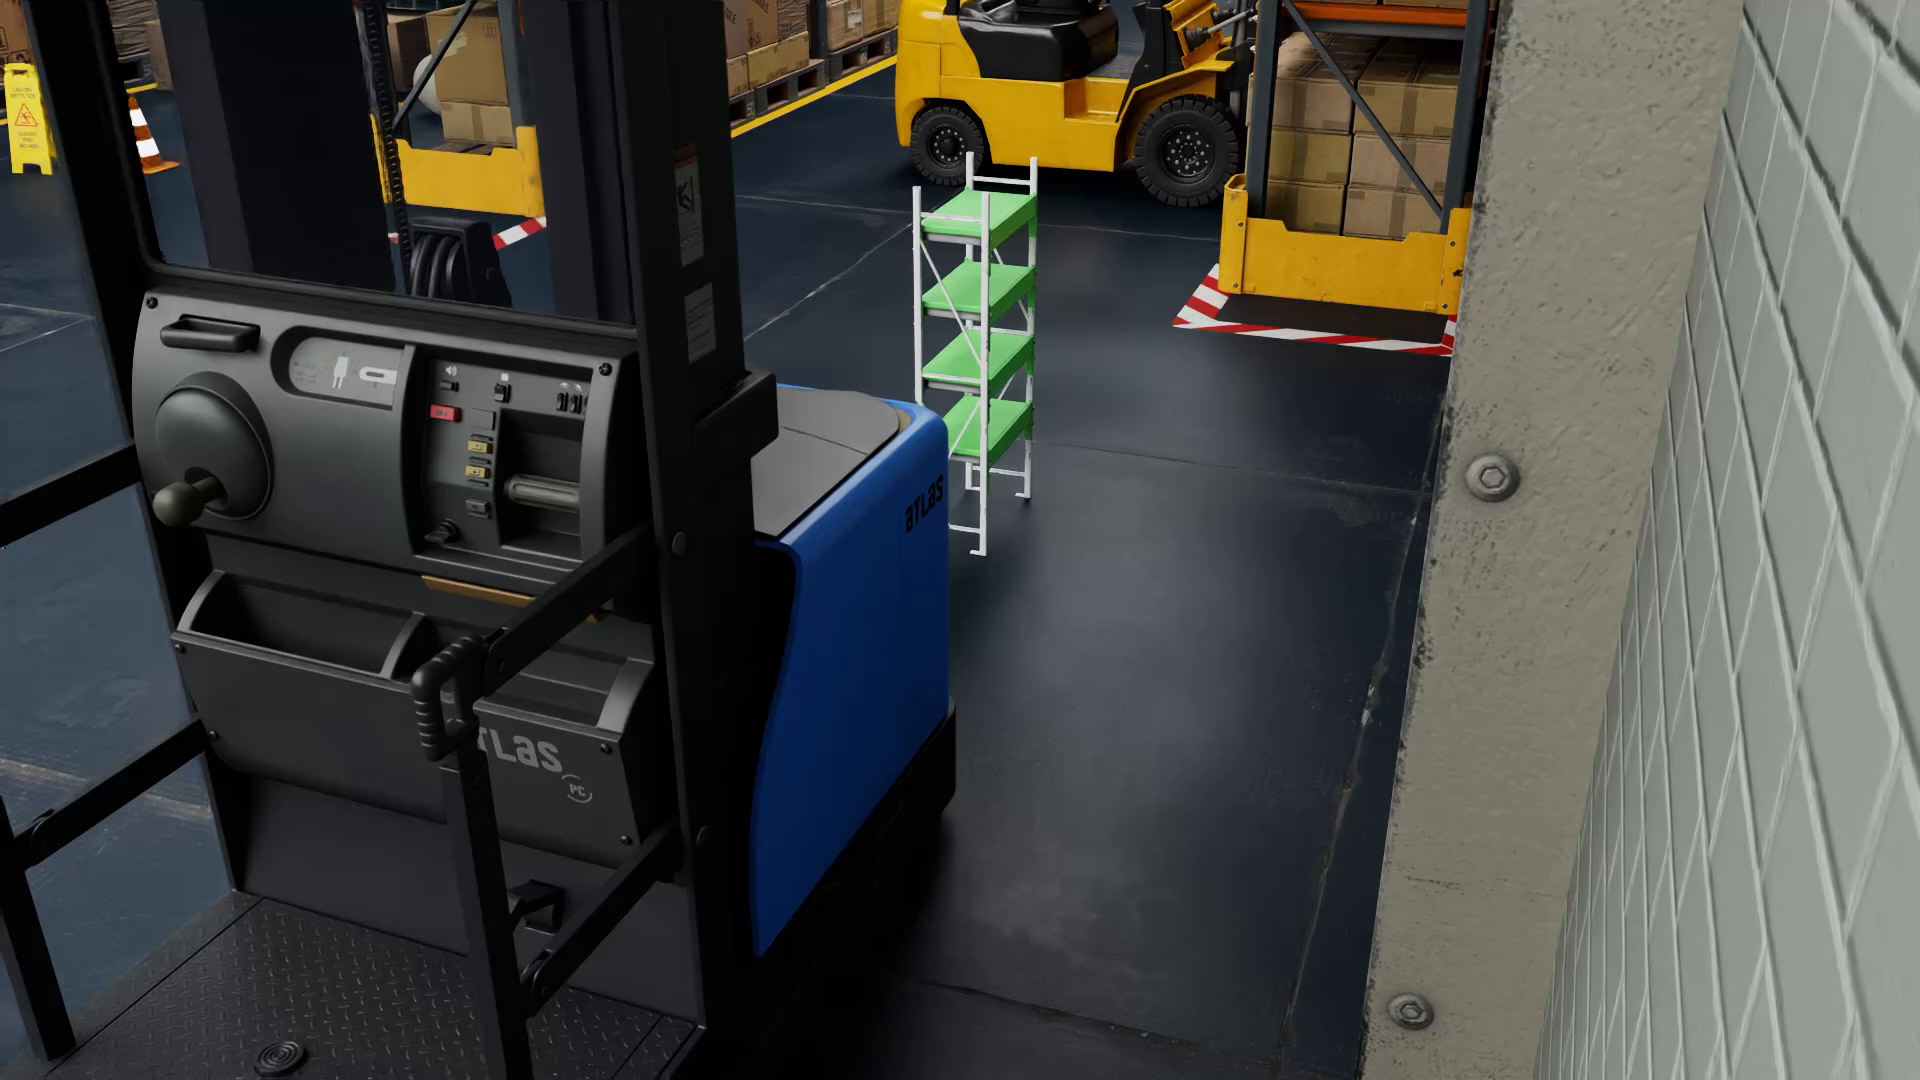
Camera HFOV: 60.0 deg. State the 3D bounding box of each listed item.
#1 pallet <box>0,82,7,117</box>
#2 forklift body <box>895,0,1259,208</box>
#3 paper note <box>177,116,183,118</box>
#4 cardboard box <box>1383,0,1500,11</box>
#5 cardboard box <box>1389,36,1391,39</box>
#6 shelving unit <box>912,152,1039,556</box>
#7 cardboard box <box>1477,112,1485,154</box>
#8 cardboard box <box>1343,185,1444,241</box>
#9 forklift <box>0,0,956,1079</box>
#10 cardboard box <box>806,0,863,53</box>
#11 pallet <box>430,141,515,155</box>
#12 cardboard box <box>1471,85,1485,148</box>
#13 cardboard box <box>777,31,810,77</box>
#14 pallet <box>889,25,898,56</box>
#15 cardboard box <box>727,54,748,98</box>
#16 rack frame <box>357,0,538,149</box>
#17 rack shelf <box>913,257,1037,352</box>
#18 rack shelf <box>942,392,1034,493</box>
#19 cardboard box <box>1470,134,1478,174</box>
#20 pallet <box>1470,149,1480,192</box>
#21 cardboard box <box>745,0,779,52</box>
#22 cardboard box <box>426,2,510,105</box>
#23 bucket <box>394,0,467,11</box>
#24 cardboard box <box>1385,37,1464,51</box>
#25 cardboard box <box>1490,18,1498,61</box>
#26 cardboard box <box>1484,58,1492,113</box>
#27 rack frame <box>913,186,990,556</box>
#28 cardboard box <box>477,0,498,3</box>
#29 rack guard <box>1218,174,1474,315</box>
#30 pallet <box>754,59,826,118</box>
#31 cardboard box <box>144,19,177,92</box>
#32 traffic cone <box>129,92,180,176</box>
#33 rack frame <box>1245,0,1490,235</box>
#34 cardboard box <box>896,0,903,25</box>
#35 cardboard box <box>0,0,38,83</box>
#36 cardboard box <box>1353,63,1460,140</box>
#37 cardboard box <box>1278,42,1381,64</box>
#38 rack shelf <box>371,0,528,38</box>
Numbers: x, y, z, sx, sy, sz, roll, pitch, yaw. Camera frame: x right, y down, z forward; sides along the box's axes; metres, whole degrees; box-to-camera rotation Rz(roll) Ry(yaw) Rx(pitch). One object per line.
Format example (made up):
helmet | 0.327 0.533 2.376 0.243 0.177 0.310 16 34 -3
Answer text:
pallet | -7.339 -3.029 11.581 1.003 0.211 1.213 9 27 17
forklift body | 0.763 -3.212 9.732 2.313 2.155 1.214 9 27 17
paper note | -5.422 -2.988 11.705 0.144 0.017 0.142 20 32 35
cardboard box | 2.279 -2.758 7.706 0.500 0.500 0.500 10 27 19
cardboard box | 2.210 -2.812 9.459 0.500 0.250 0.500 8 27 16
shelving unit | 0.055 -0.608 5.445 0.258 1.200 0.503 9 27 17
cardboard box | 2.877 -2.502 9.965 0.500 0.250 0.500 9 27 18
cardboard box | 2.200 -1.675 8.257 0.500 0.250 0.500 9 27 18
forklift | -1.025 -0.134 2.481 1.130 2.935 3.031 10 28 19
cardboard box | -1.326 -4.134 13.196 0.950 0.372 0.625 9 27 18
pallet | -2.501 -2.373 10.225 1.003 0.211 1.213 9 27 17
cardboard box | 2.544 -2.307 8.989 0.500 0.250 0.500 9 27 19
cardboard box | -1.442 -3.581 12.195 0.500 0.250 0.500 10 28 20
pallet | -0.837 -4.480 14.577 1.003 0.211 1.213 9 27 17
cardboard box | -1.783 -3.153 11.309 0.500 0.250 0.500 9 27 18
rack frame | -2.830 -3.268 8.874 1.000 3.000 0.127 9 27 17
rack shelf | 0.055 -0.767 5.369 0.258 0.148 0.480 9 27 17
rack shelf | 0.055 -0.335 5.578 0.258 0.148 0.480 9 27 17
cardboard box | 2.552 -2.088 9.111 0.500 0.250 0.500 8 27 17
pallet | 2.475 -2.115 9.692 1.003 0.211 1.213 9 27 17
cardboard box | -1.610 -3.710 11.599 0.500 0.500 0.500 9 27 18
cardboard box | -2.809 -2.924 9.977 0.500 0.500 0.500 9 27 18
bucket | -4.071 -4.409 13.242 0.726 0.611 0.620 20 22 35
cardboard box | 2.530 -2.531 8.878 0.500 0.250 0.500 9 27 17
cardboard box | 2.867 -2.948 9.740 0.500 0.250 0.500 9 27 18
cardboard box | 2.889 -2.719 9.839 0.500 0.250 0.500 9 27 17
rack frame | -0.026 -0.508 5.238 0.240 1.200 0.015 9 27 17
cardboard box | -2.750 -3.377 10.167 0.380 0.149 0.250 10 27 19
rack guard | 1.844 -1.415 7.915 1.175 0.500 0.348 9 27 17
pallet | -1.689 -3.376 12.296 1.003 0.211 1.213 9 27 17
cardboard box | -5.749 -3.678 12.585 0.500 0.500 0.500 14 29 26
traffic cone | -5.063 -2.511 10.222 0.336 0.463 0.334 9 27 17
rack frame | 1.852 -2.550 7.391 1.000 3.000 0.127 9 27 17
cardboard box | -0.861 -4.716 14.398 0.950 0.372 0.625 10 27 19
cardboard box | -7.077 -3.827 11.985 0.875 0.875 0.875 8 27 17
cardboard box | 2.191 -2.121 8.032 0.500 0.250 0.500 8 27 17
cardboard box | 1.876 -2.396 8.600 0.500 0.250 0.500 9 27 18
rack shelf | -2.164 -3.766 10.728 1.077 0.370 4.000 9 27 17
